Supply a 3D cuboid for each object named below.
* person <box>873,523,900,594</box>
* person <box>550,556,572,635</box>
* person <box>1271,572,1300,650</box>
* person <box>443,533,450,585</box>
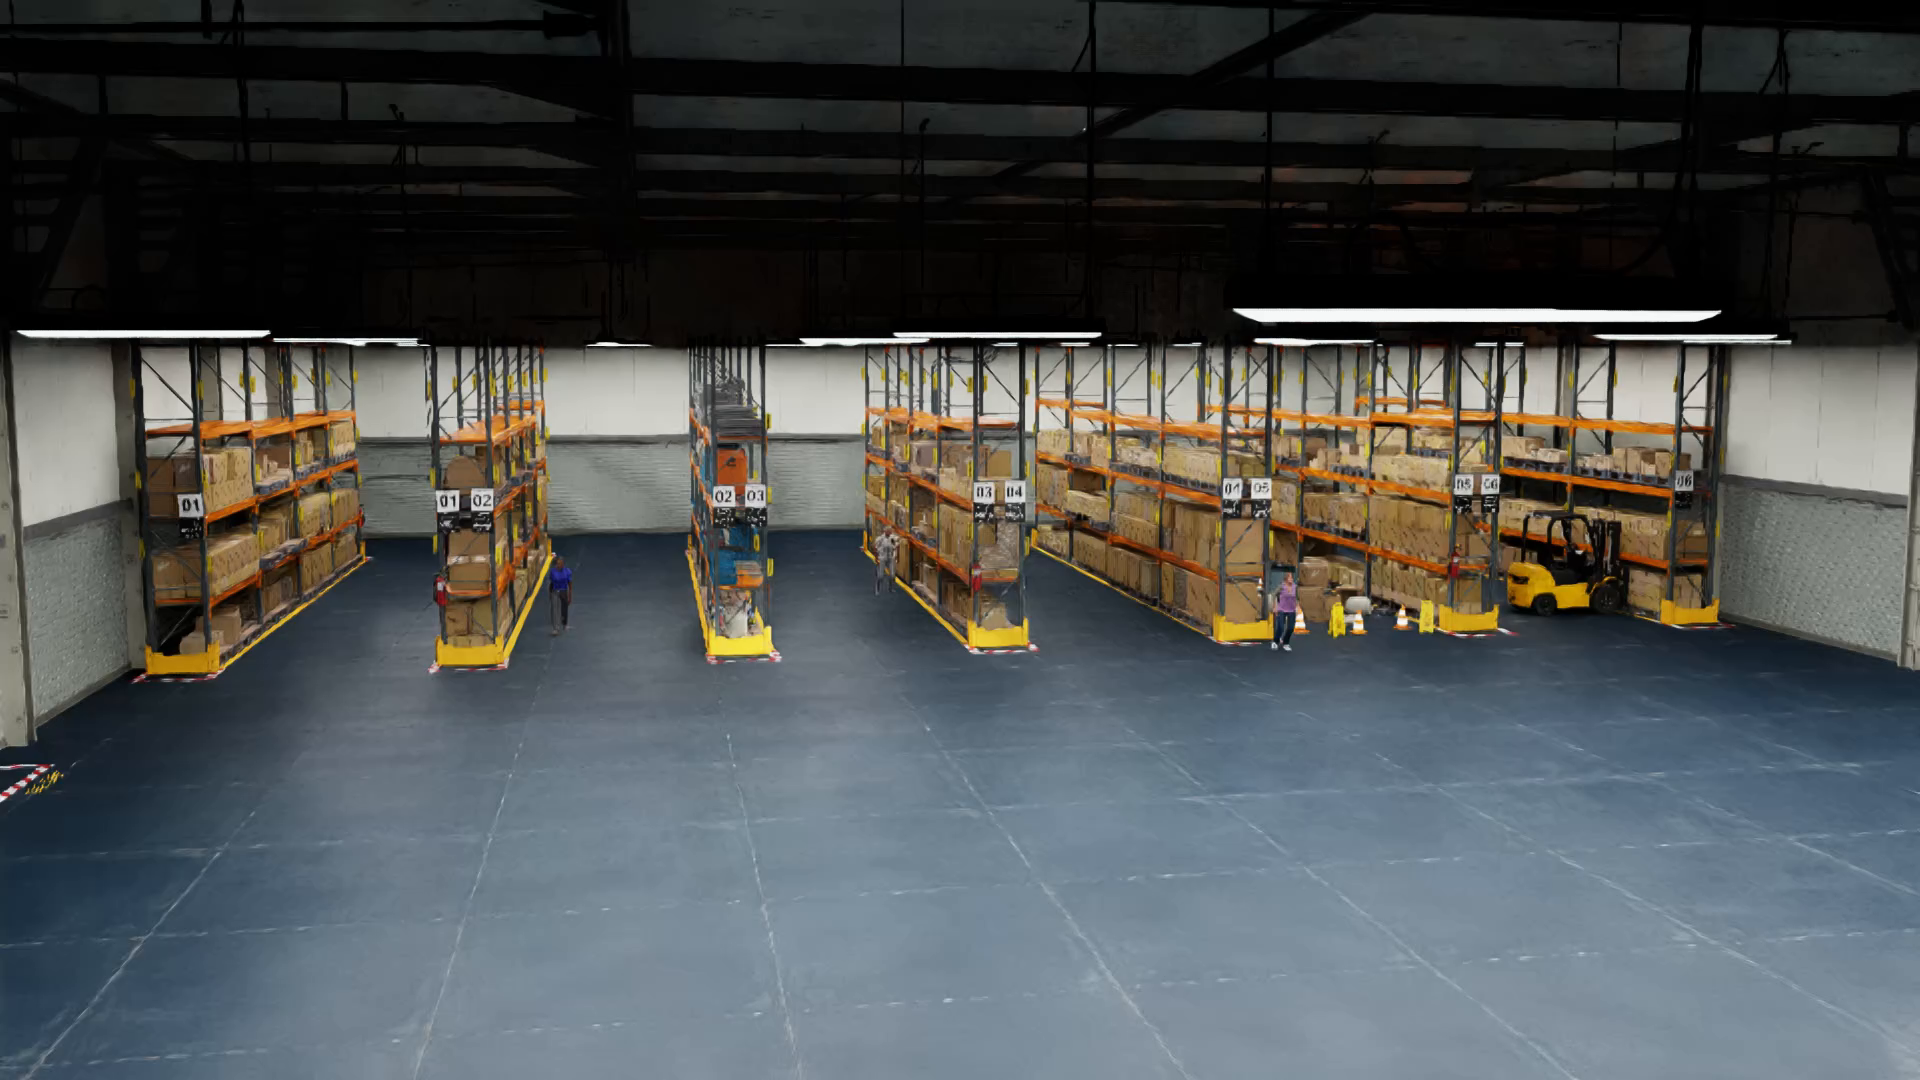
[{"bbox_3d":[-1.636,0.409,37.058,0.592,1.608,0.532,-1,7,-12],"label":"person"},{"bbox_3d":[-8.046,1.086,33.547,0.445,1.574,1.091,-2,7,-13],"label":"person"},{"bbox_3d":[6.189,1.345,31.646,0.566,1.541,0.519,-1,7,-12],"label":"person"},{"bbox_3d":[-12.488,0.224,40.591,0.551,1.689,0.636,2,7,19],"label":"person"}]
